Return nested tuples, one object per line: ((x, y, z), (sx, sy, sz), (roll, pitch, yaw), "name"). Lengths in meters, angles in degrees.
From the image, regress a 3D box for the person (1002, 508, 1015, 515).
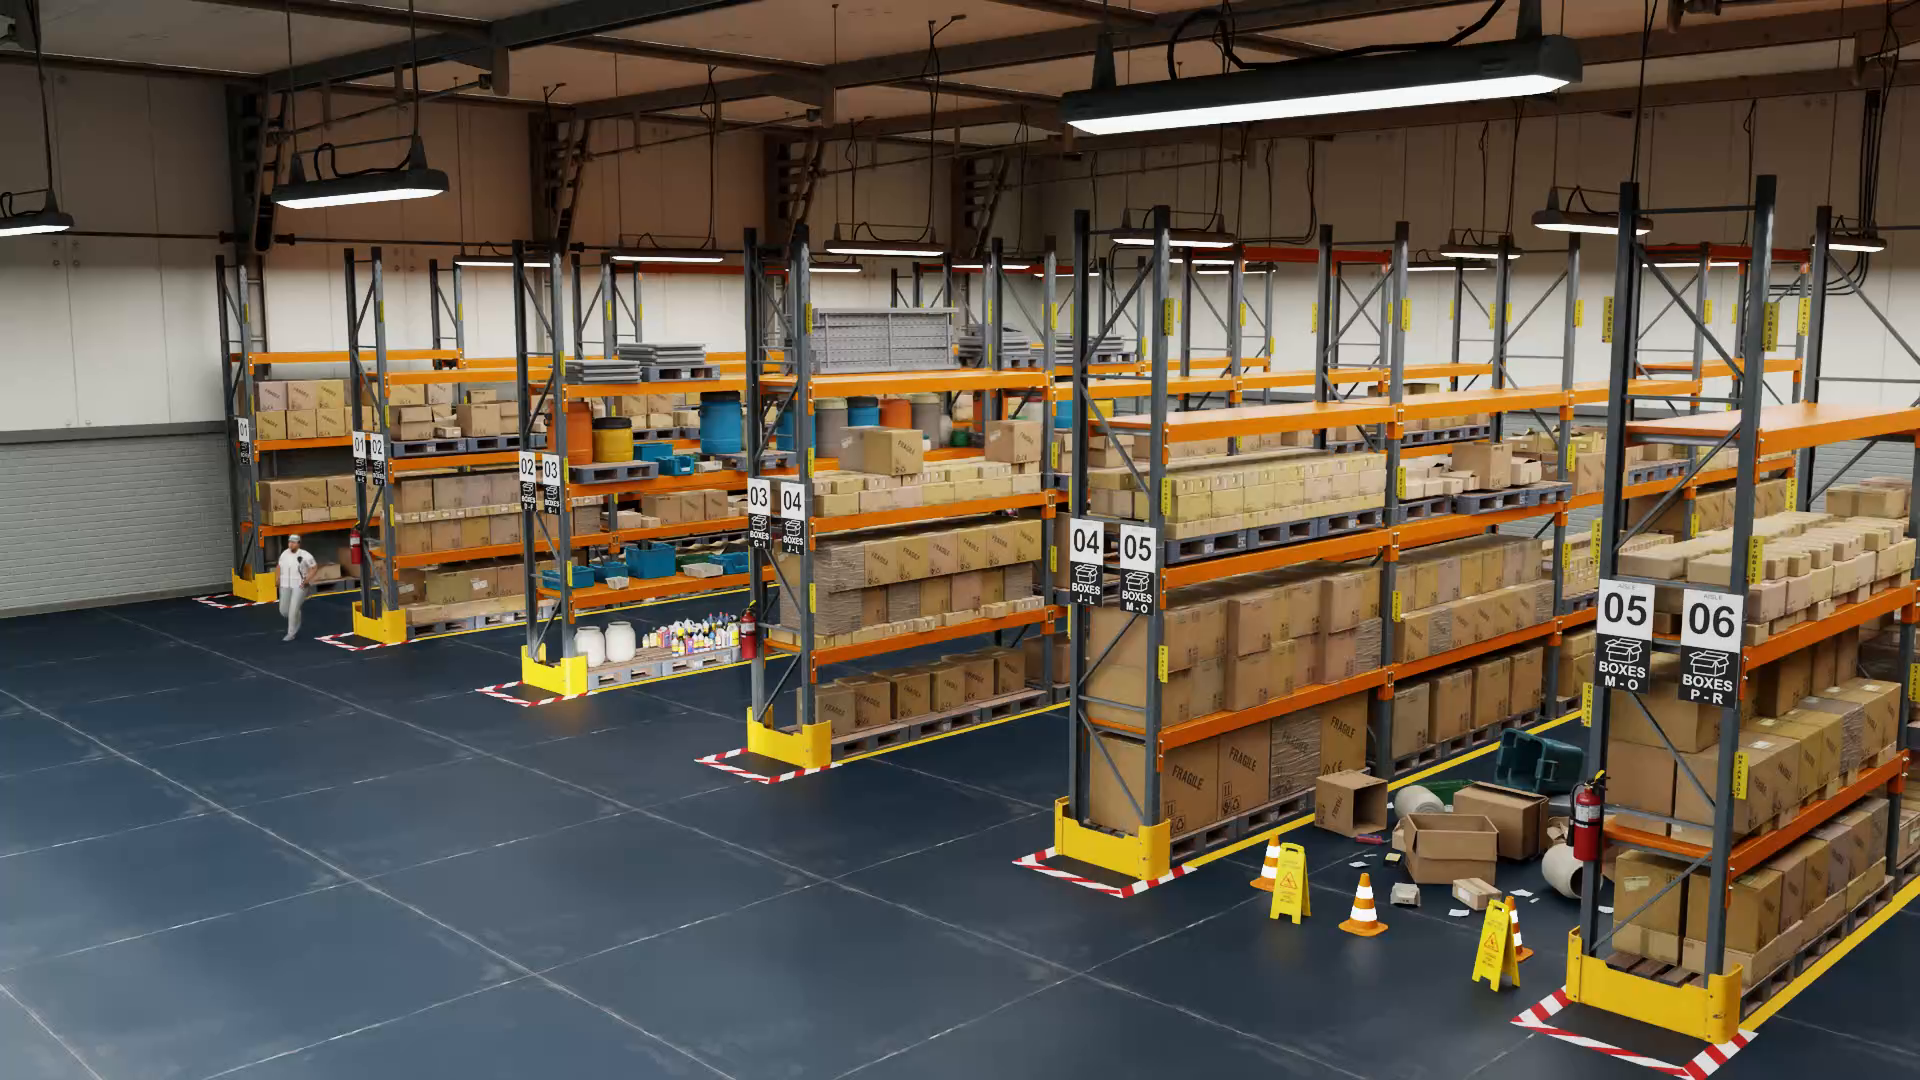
((0.847, -0.351, 32.483), (0.668, 1.738, 0.831), (5, 9, 31), "person")

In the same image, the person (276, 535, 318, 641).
((-10.299, 0.716, 25.862), (0.635, 1.634, 0.664), (1, 8, 6), "person")

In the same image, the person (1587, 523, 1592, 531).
((10.133, 0.568, 26.460), (0.879, 1.763, 0.709), (-7, 11, -42), "person")
